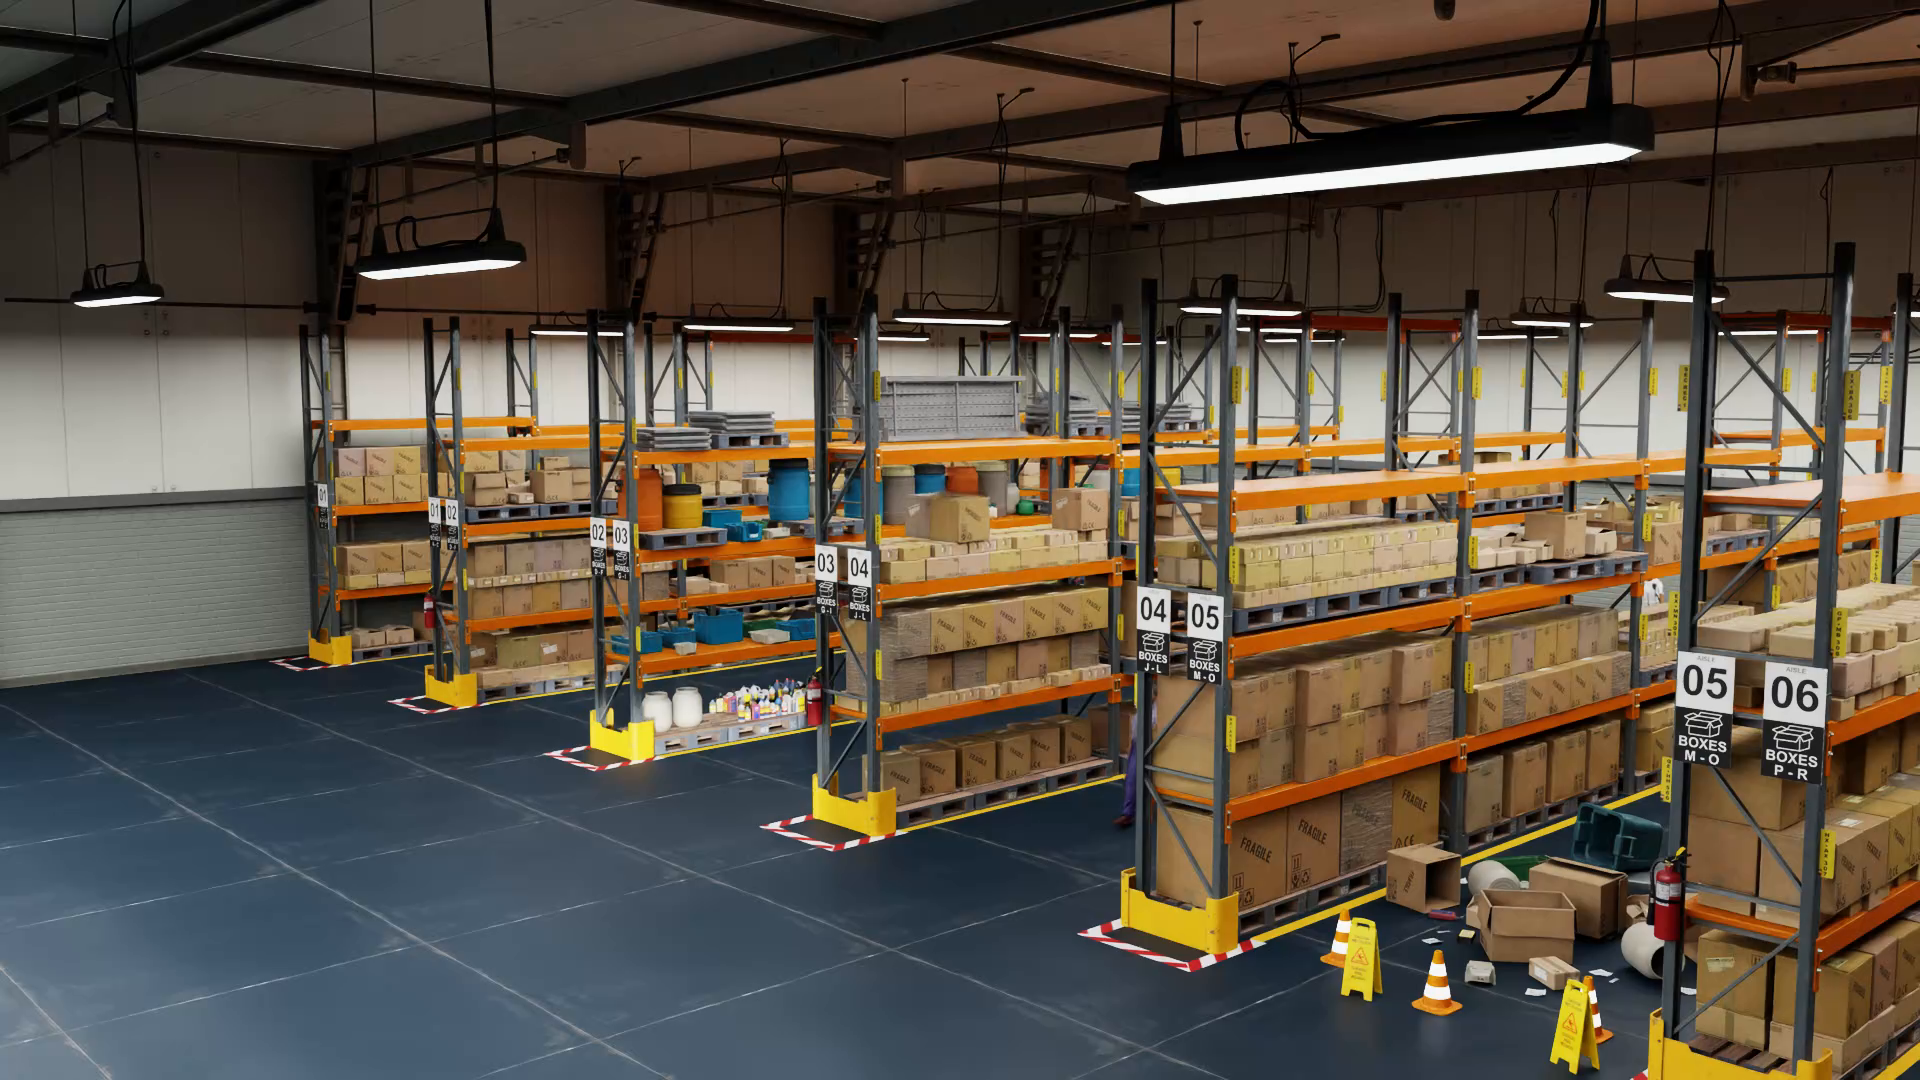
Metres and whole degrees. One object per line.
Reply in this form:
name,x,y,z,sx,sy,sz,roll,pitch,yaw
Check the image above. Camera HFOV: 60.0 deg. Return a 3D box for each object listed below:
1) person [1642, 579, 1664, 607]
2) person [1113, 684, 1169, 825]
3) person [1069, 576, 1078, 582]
person,12.653,1.264,30.544,0.486,1.599,1.078,2,6,22
person,2.169,2.440,19.089,0.469,1.573,1.069,4,7,32
person,2.049,1.103,31.789,0.479,1.722,0.567,-1,6,-12
